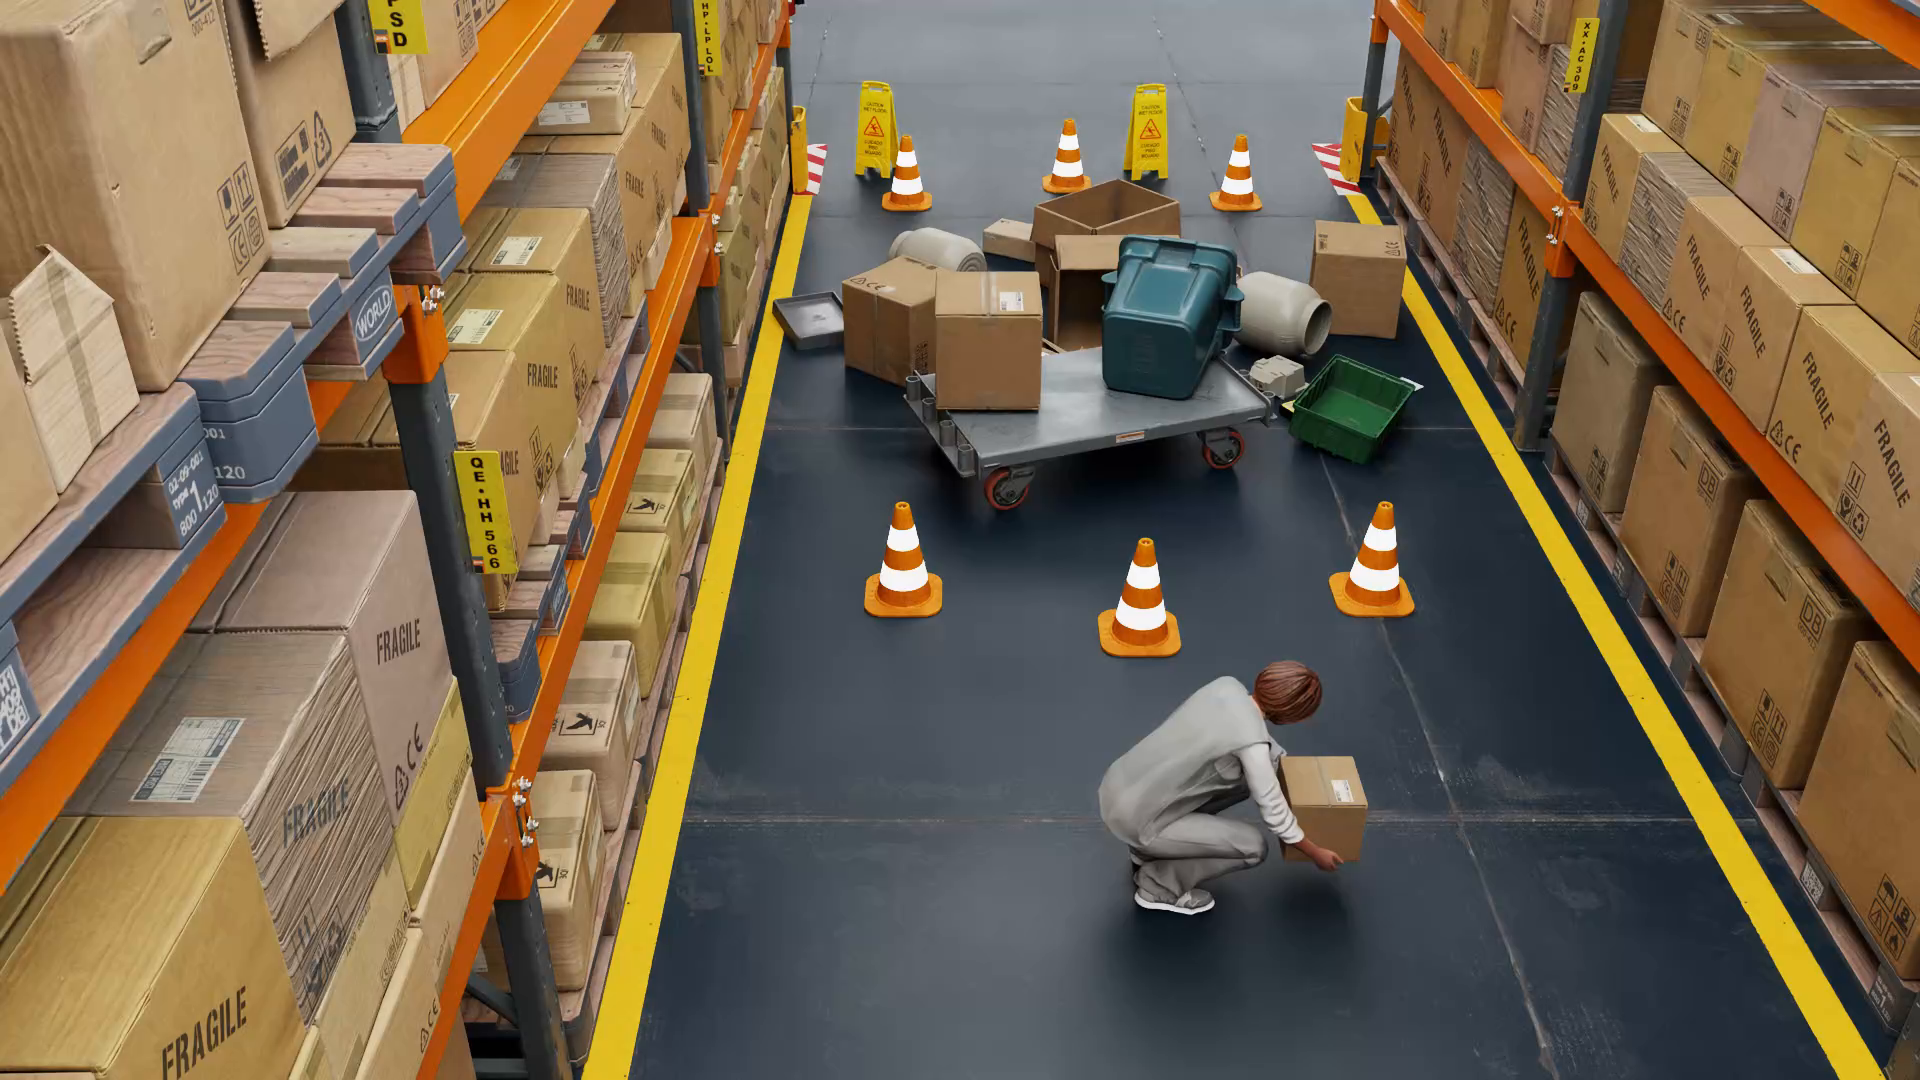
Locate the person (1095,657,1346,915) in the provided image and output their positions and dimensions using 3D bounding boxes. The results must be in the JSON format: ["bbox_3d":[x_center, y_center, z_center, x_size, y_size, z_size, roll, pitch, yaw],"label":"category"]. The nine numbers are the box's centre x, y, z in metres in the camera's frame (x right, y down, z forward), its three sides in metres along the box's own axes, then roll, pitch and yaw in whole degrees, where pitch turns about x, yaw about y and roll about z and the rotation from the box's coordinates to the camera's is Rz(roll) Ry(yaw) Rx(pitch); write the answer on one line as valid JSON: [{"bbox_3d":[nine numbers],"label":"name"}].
[{"bbox_3d":[0.867,0.800,5.524,0.838,0.907,0.422,-1,32,-1],"label":"person"}]
